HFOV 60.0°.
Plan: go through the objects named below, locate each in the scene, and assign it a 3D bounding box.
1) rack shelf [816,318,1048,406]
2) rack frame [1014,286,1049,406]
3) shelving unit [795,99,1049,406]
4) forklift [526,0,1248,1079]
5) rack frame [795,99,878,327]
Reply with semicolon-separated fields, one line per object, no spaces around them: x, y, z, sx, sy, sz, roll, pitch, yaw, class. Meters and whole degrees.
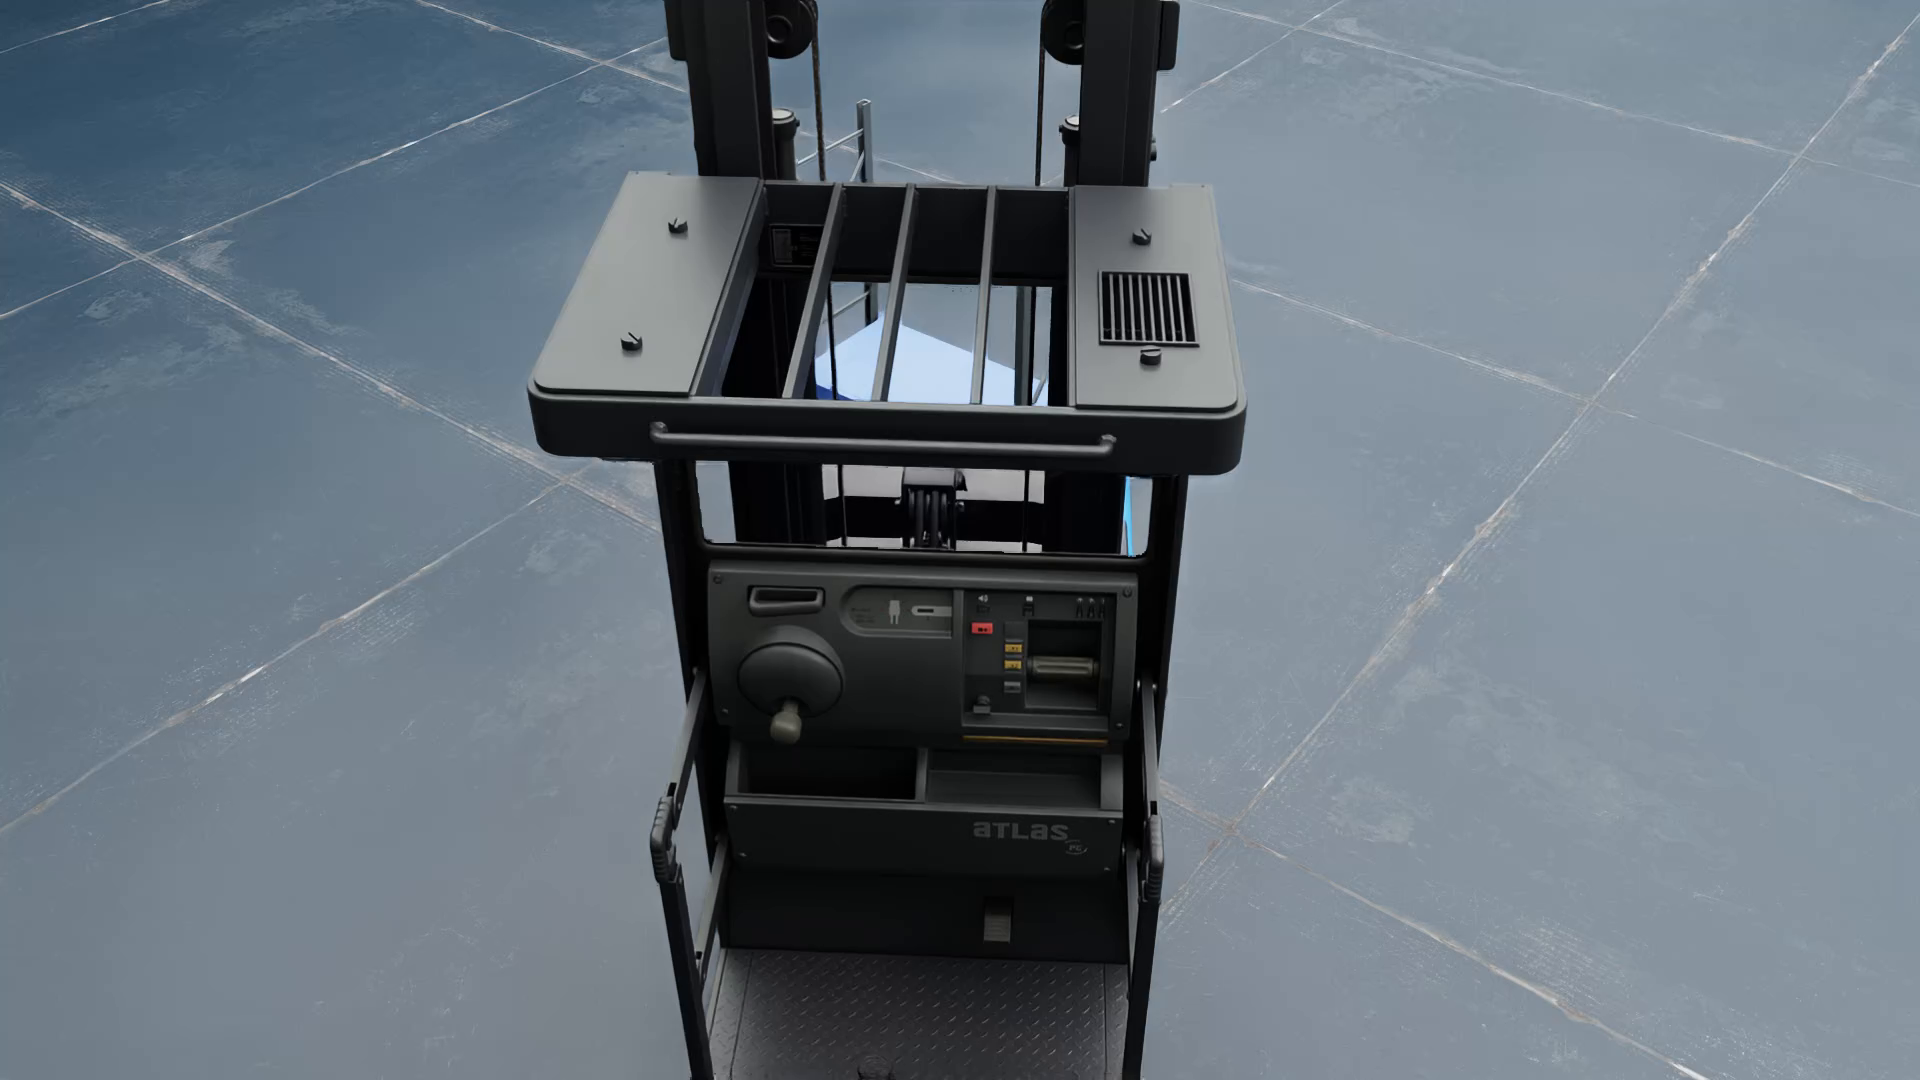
-0.068;-0.519;5.909;0.952;0.062;0.459;25;45;29;rack shelf
0.336;-0.432;5.585;0.032;1.500;0.500;25;45;29;rack frame
-0.068;-0.622;5.828;1.048;1.500;0.500;25;45;29;shelving unit
-0.093;0.328;3.454;1.130;2.935;3.031;2;38;2;forklift
-0.472;-0.813;6.072;0.032;1.500;0.500;25;45;29;rack frame
